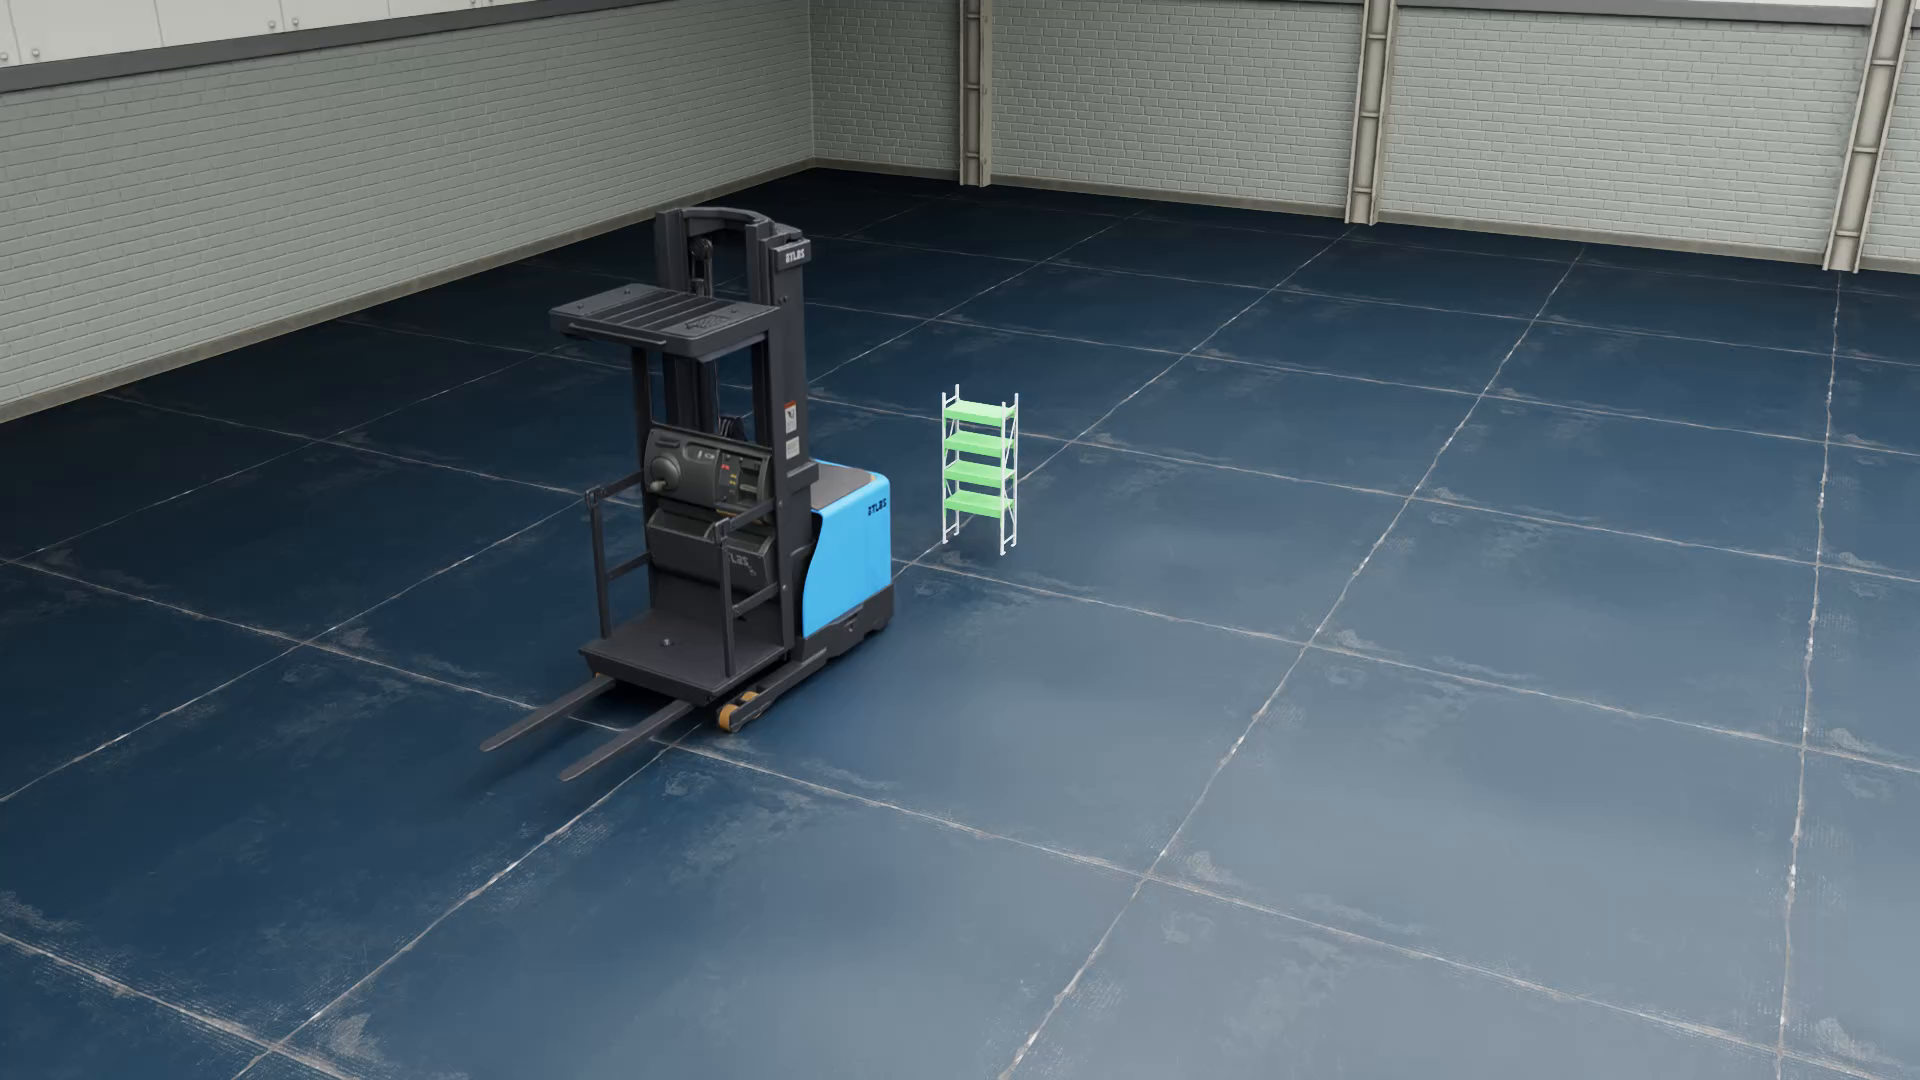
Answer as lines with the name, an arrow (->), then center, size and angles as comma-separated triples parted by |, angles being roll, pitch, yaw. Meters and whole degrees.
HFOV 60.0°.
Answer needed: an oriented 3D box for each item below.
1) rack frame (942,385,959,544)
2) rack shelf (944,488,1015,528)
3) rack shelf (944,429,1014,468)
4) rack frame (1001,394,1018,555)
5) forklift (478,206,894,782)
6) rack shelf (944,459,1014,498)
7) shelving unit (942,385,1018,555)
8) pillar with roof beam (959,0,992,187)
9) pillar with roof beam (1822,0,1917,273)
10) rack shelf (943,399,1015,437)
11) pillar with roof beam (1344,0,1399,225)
rack frame -> -0.070, -0.566, 12.548 | 0.015, 1.200, 0.240 | 11, 25, 25
rack shelf -> 0.148, -0.243, 12.565 | 0.480, 0.148, 0.258 | 11, 25, 25
rack shelf -> 0.148, -0.685, 12.378 | 0.480, 0.148, 0.258 | 11, 25, 25
rack frame -> 0.365, -0.480, 12.345 | 0.015, 1.200, 0.240 | 11, 25, 25
forklift -> -1.652, -0.398, 9.940 | 1.130, 2.935, 3.031 | 14, 27, 29
rack shelf -> 0.148, -0.464, 12.471 | 0.480, 0.148, 0.258 | 11, 25, 25
shelving unit -> 0.148, -0.523, 12.446 | 0.503, 1.200, 0.258 | 11, 25, 25
pillar with roof beam -> -1.706, -8.129, 20.365 | 0.400, 9.000, 9.100 | 11, 25, 25
pillar with roof beam -> 9.003, -6.010, 15.383 | 0.400, 9.000, 9.100 | 11, 25, 25
rack shelf -> 0.148, -0.906, 12.284 | 0.480, 0.148, 0.258 | 11, 25, 25
pillar with roof beam -> 3.648, -7.069, 17.874 | 0.400, 9.000, 9.100 | 11, 25, 25
